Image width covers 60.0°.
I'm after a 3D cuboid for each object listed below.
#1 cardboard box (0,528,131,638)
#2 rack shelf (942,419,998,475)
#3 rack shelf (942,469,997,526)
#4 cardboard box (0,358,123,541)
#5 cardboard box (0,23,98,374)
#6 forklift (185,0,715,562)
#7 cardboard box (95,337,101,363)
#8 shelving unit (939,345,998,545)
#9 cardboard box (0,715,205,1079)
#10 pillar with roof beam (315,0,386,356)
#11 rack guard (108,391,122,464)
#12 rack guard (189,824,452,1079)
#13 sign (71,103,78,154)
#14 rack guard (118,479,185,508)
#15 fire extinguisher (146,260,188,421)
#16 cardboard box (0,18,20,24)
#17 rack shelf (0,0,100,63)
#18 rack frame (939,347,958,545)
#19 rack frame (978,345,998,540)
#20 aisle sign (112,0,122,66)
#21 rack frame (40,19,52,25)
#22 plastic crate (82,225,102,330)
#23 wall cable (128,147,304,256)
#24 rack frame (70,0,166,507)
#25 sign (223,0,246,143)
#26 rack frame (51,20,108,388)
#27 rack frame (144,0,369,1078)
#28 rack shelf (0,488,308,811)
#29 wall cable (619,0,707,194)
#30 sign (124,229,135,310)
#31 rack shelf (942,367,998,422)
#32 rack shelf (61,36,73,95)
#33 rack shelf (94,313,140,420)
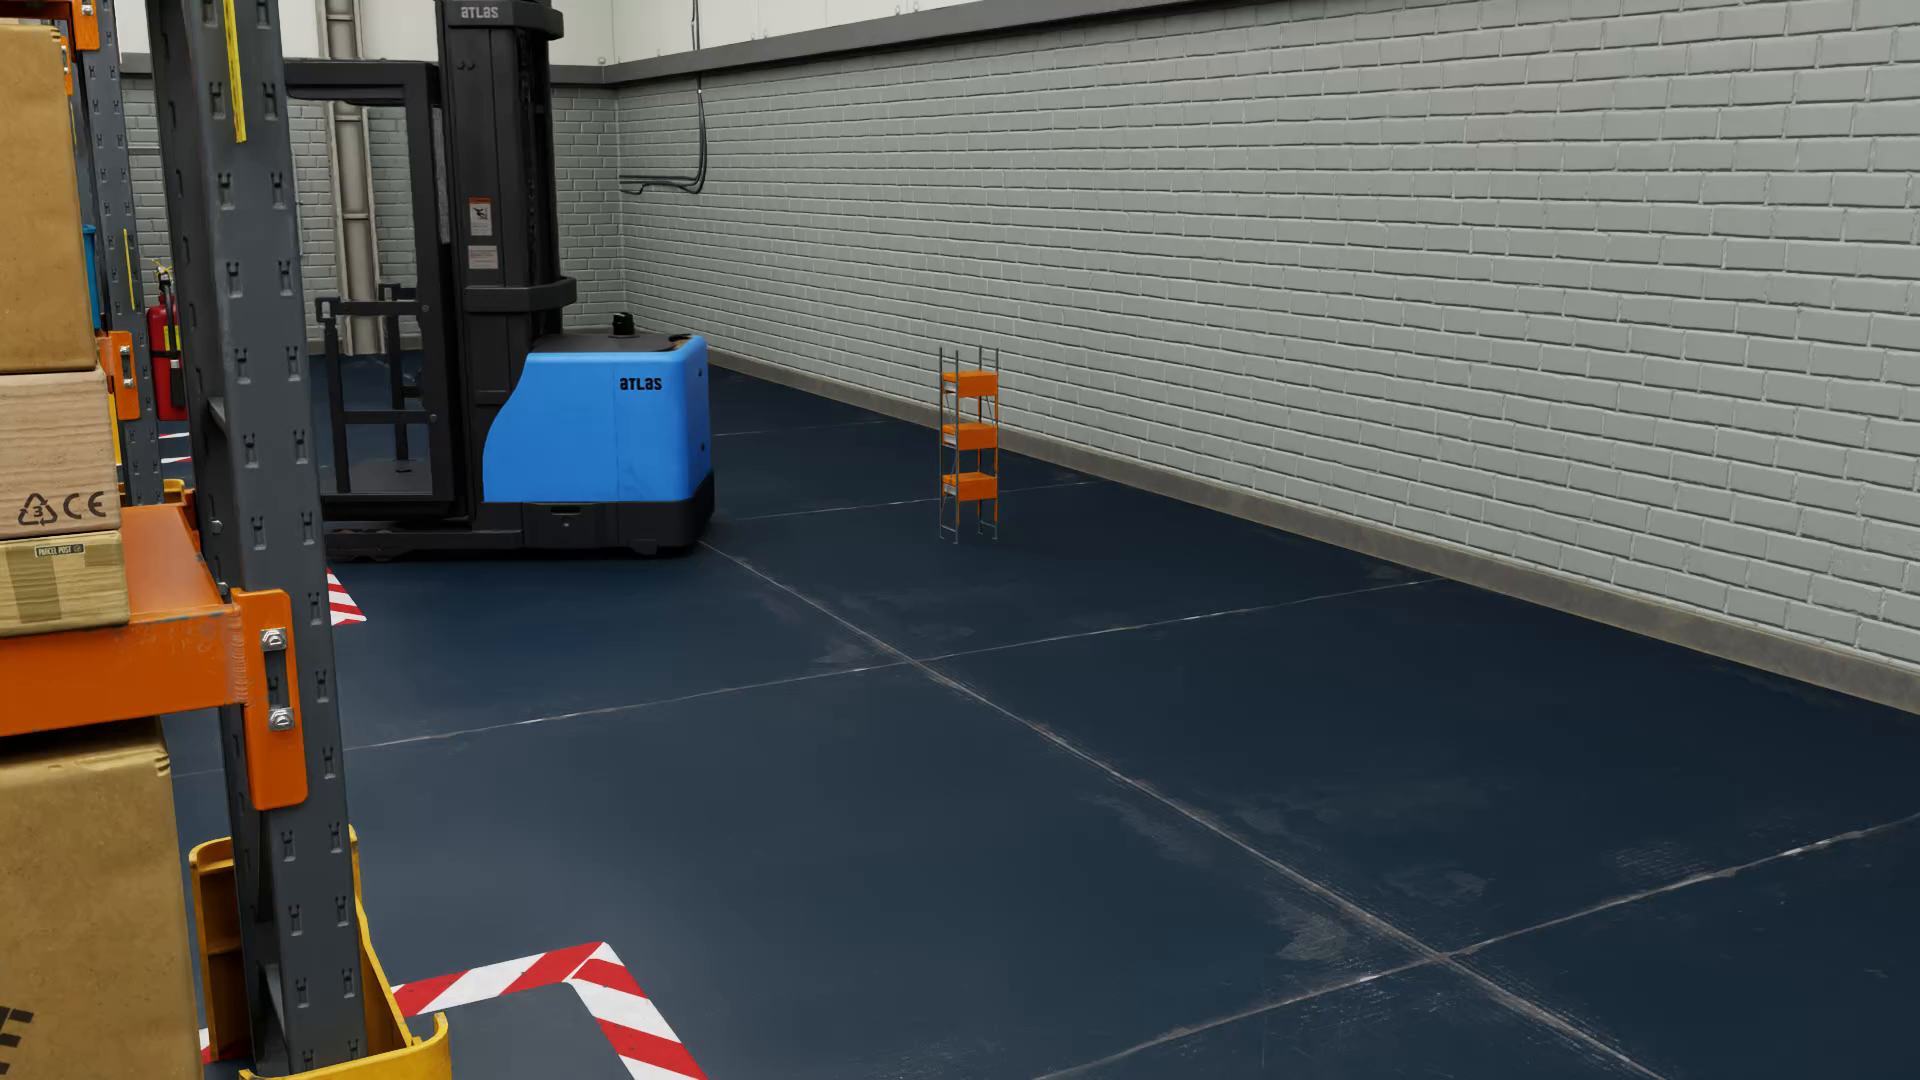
[{"bbox_3d":[-1.495,0.035,2.694,0.250,0.149,0.380,-7,14,-27],"label":"cardboard box"},{"bbox_3d":[0.047,-0.507,9.021,0.240,0.259,0.215,-7,14,-28],"label":"rack shelf"},{"bbox_3d":[0.047,-0.236,9.082,0.240,0.259,0.215,-7,14,-28],"label":"rack shelf"},{"bbox_3d":[-1.639,-0.158,2.645,0.500,0.250,0.500,-7,15,-29],"label":"cardboard box"},{"bbox_3d":[-1.642,-0.524,2.564,0.500,0.500,0.500,-7,14,-27],"label":"cardboard box"},{"bbox_3d":[-2.914,-1.432,8.798,3.031,2.935,1.130,0,13,-1],"label":"forklift"},{"bbox_3d":[-1.891,-0.262,3.106,0.500,0.250,0.500,-7,15,-29],"label":"cardboard box"},{"bbox_3d":[0.047,-0.518,9.019,0.252,1.050,0.215,-7,14,-28],"label":"shelving unit"},{"bbox_3d":[-1.864,0.726,2.935,0.875,0.875,0.875,-7,14,-28],"label":"cardboard box"},{"bbox_3d":[-4.442,-5.600,13.498,0.400,9.000,9.100,-7,14,-28],"label":"pillar with roof beam"},{"bbox_3d":[-6.150,-0.871,11.839,0.348,0.500,1.175,-7,14,-28],"label":"rack guard"},{"bbox_3d":[-1.319,1.028,3.401,0.348,0.500,1.175,-7,14,-28],"label":"rack guard"},{"bbox_3d":[-5.835,-2.708,10.953,0.005,0.325,0.100,-7,14,-28],"label":"sign"},{"bbox_3d":[-3.699,0.071,7.653,0.348,0.500,1.175,-7,14,-28],"label":"rack guard"},{"bbox_3d":[-3.363,-0.852,7.087,0.183,0.674,0.296,-7,14,-28],"label":"fire extinguisher"},{"bbox_3d":[-6.408,-3.383,10.821,0.500,0.250,0.500,-7,14,-28],"label":"cardboard box"},{"bbox_3d":[-5.469,-2.045,6.171,4.000,0.370,1.077,-7,14,-28],"label":"rack shelf"},{"bbox_3d":[-0.060,-0.505,8.962,0.008,1.050,0.200,-7,14,-28],"label":"rack frame"},{"bbox_3d":[0.154,-0.531,9.076,0.008,1.050,0.200,-7,14,-28],"label":"rack frame"},{"bbox_3d":[-3.510,-2.362,6.854,0.004,0.787,0.394,-7,14,-28],"label":"aisle sign"},{"bbox_3d":[-8.460,-5.979,15.181,0.127,3.000,1.000,-7,14,-28],"label":"rack frame"},{"bbox_3d":[-3.918,-1.118,7.029,0.499,0.435,0.616,-7,14,-28],"label":"plastic crate"},{"bbox_3d":[-7.790,-3.865,17.137,1.851,1.984,0.084,-7,14,-28],"label":"wall cable"},{"bbox_3d":[-3.714,-1.143,7.356,0.127,3.000,1.000,-7,14,-28],"label":"rack frame"},{"bbox_3d":[-1.093,-0.763,2.491,0.005,0.325,0.100,-7,14,-28],"label":"sign"},{"bbox_3d":[-6.084,-2.098,11.600,0.127,3.000,1.000,-7,14,-28],"label":"rack frame"},{"bbox_3d":[-1.340,-0.189,3.115,0.127,3.000,1.000,-7,14,-28],"label":"rack frame"},{"bbox_3d":[-3.096,0.373,2.259,4.000,0.370,1.077,-7,14,-28],"label":"rack shelf"},{"bbox_3d":[-3.325,-4.990,17.860,0.112,2.526,3.097,-7,14,-28],"label":"wall cable"},{"bbox_3d":[-3.436,-1.118,6.875,0.005,0.325,0.100,-7,14,-28],"label":"sign"},{"bbox_3d":[0.047,-0.784,8.959,0.240,0.259,0.215,-7,14,-28],"label":"rack shelf"},{"bbox_3d":[-7.839,-3.000,10.415,4.000,0.370,1.077,-7,14,-28],"label":"rack shelf"},{"bbox_3d":[-5.469,-0.582,6.500,4.000,0.370,1.077,-7,14,-28],"label":"rack shelf"}]
